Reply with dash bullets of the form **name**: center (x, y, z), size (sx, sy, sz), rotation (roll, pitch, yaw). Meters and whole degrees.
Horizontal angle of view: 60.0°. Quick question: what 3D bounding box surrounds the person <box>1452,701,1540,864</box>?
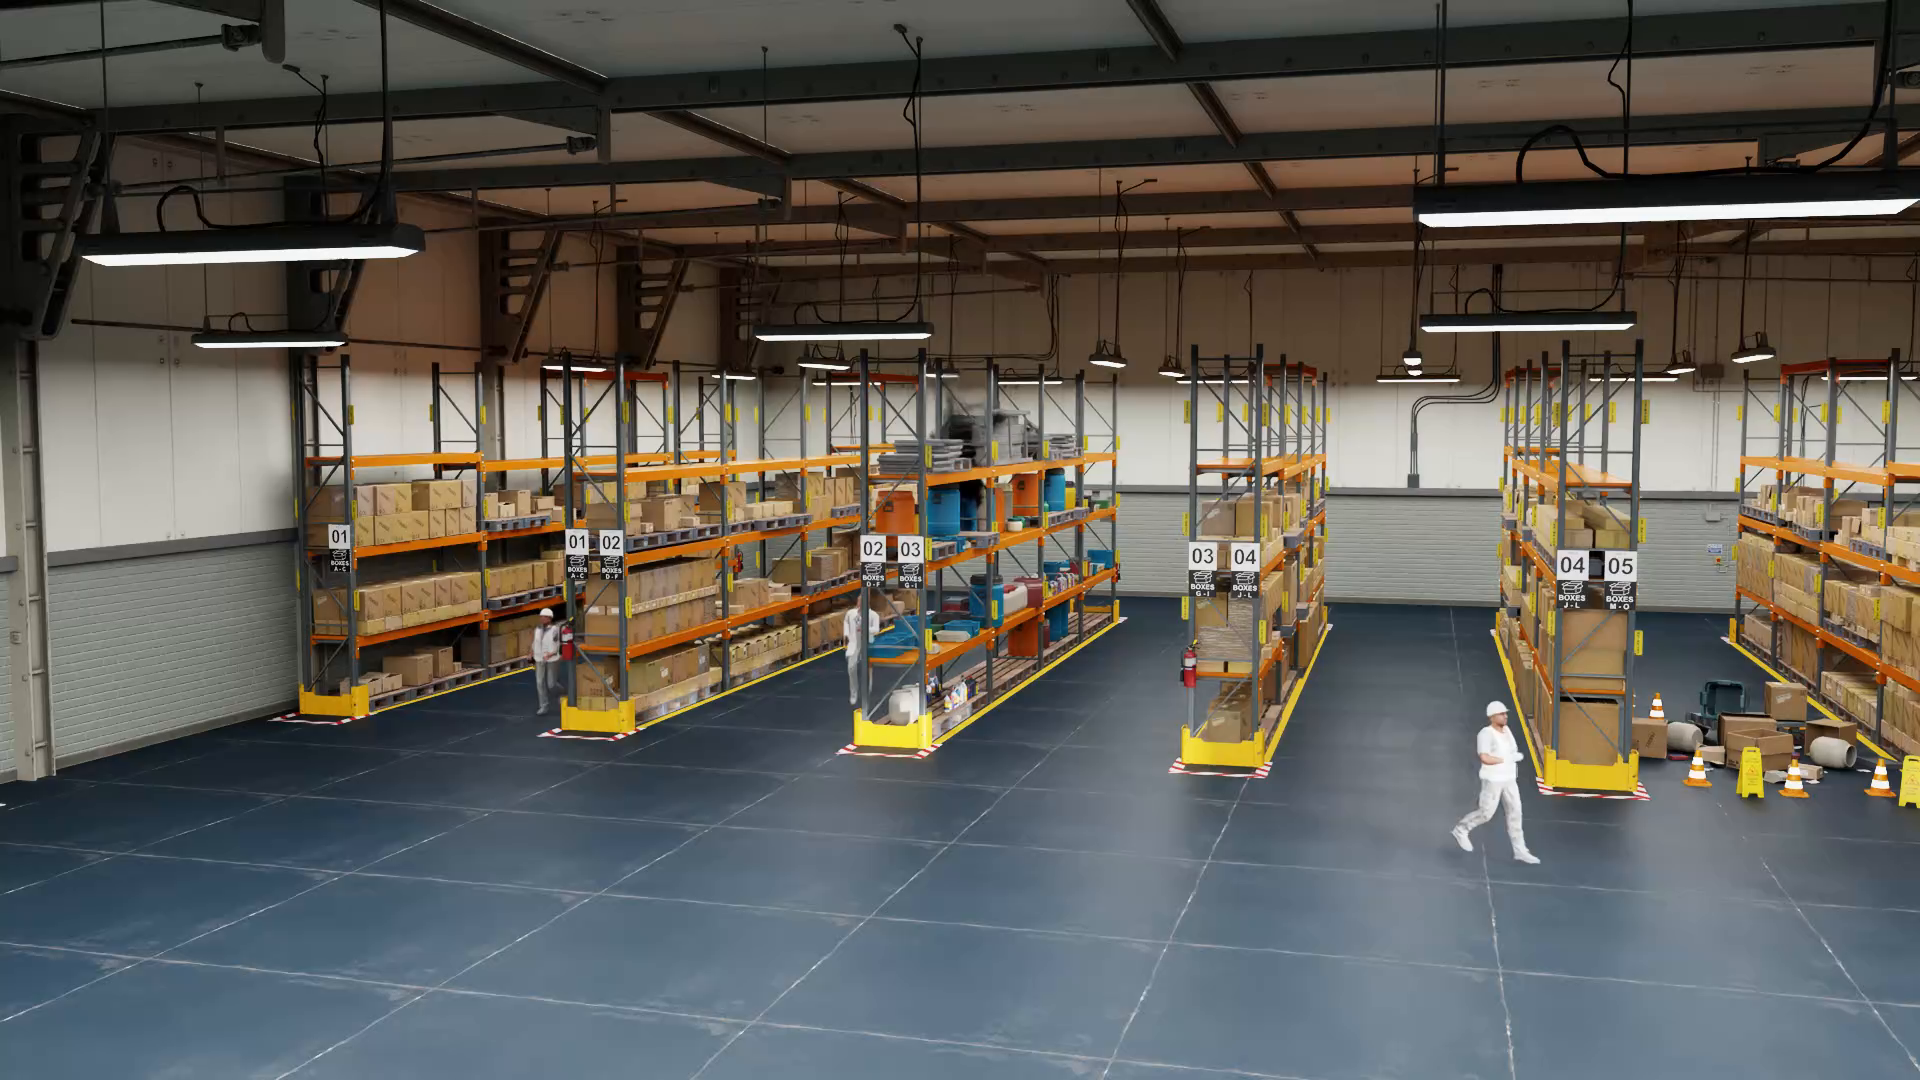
- **person**: center (6.024, 2.685, 18.632), size (0.693, 1.760, 1.002), rotation (-4, 6, -39)

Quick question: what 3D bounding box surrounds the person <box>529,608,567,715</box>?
- **person**: center (-6.944, 2.021, 28.026), size (0.679, 1.754, 0.762), rotation (1, 4, 15)

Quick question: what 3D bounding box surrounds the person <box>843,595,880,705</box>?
- **person**: center (-1.668, 1.837, 28.020), size (0.670, 1.834, 0.809), rotation (1, 4, 7)

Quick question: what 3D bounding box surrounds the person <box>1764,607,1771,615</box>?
- **person**: center (18.450, 1.364, 37.761), size (0.708, 1.641, 0.547), rotation (-3, 5, -34)
